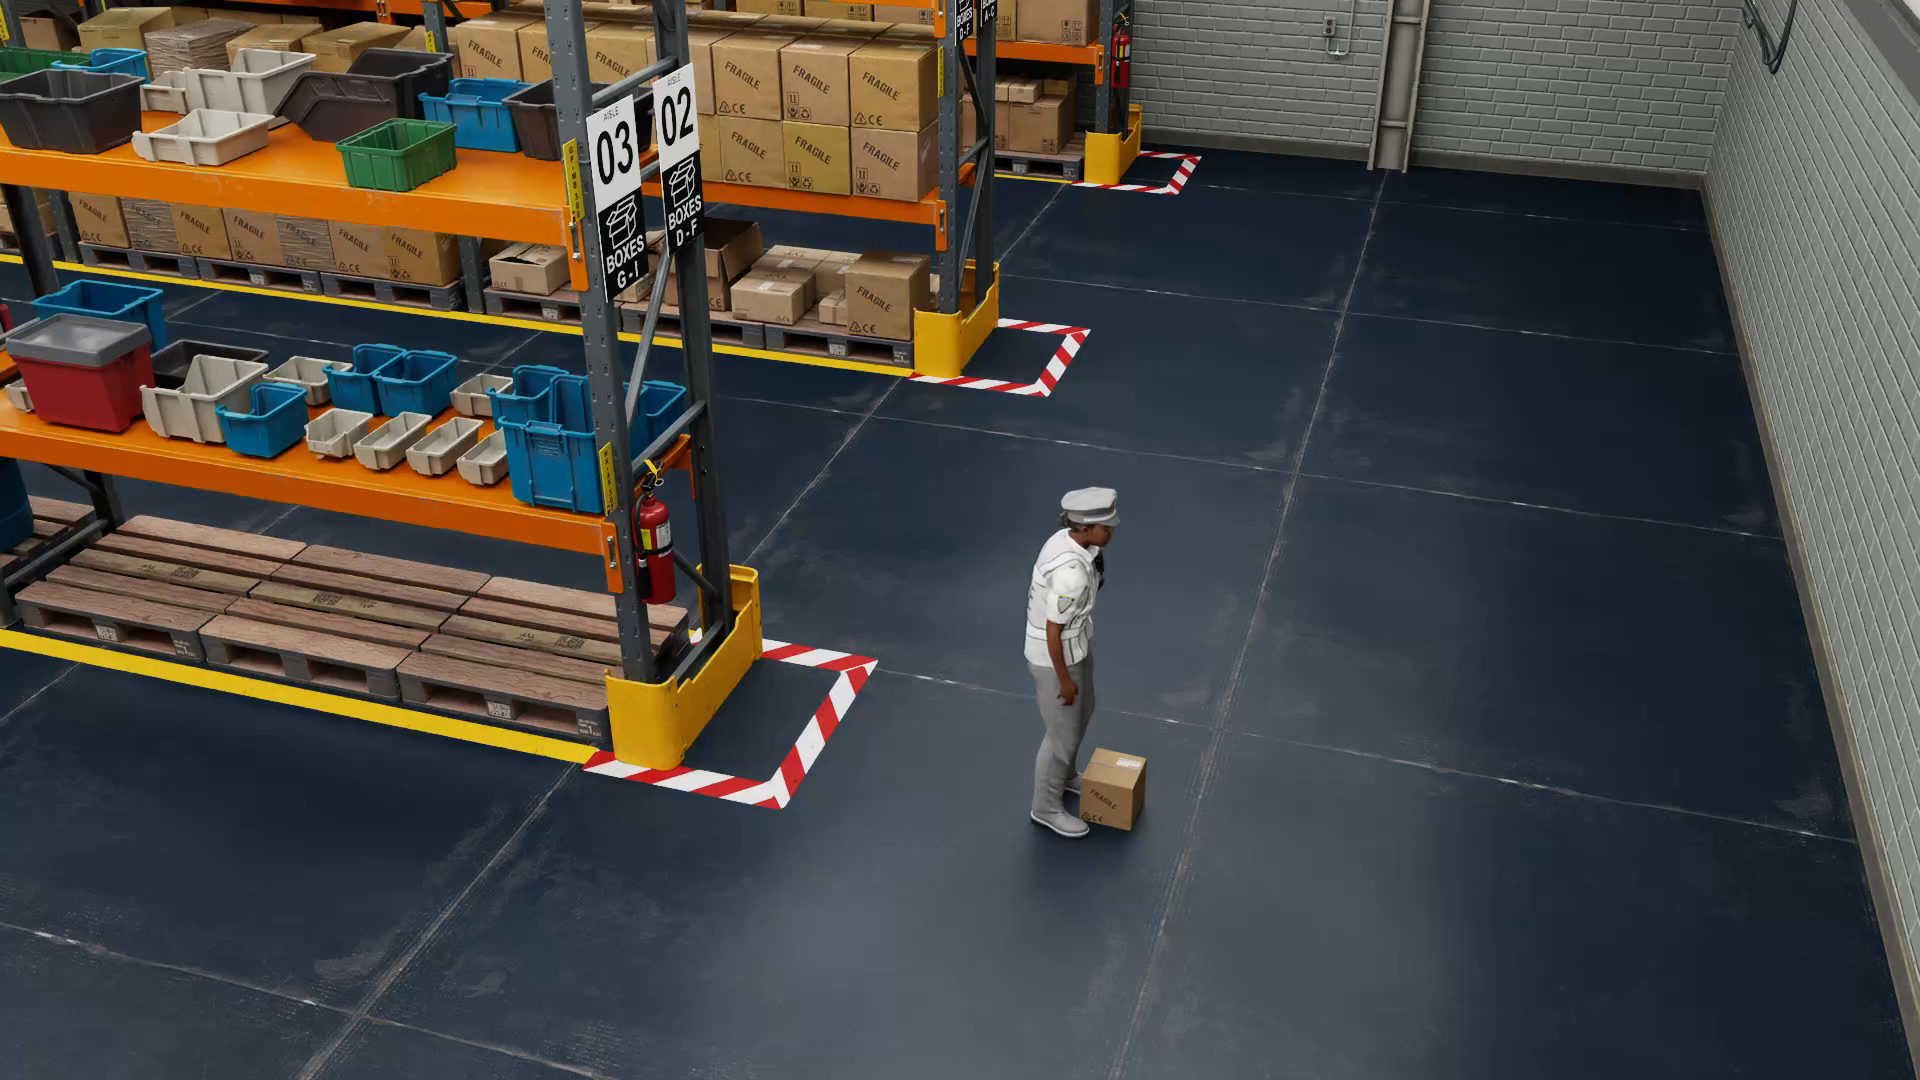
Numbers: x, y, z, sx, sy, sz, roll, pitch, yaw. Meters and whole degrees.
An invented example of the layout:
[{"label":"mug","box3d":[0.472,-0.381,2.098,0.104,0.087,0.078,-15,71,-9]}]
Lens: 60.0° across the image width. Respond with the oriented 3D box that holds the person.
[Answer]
[{"label":"person","box3d":[0.494,0.530,7.560,0.397,1.658,0.531,7,30,12]}]
